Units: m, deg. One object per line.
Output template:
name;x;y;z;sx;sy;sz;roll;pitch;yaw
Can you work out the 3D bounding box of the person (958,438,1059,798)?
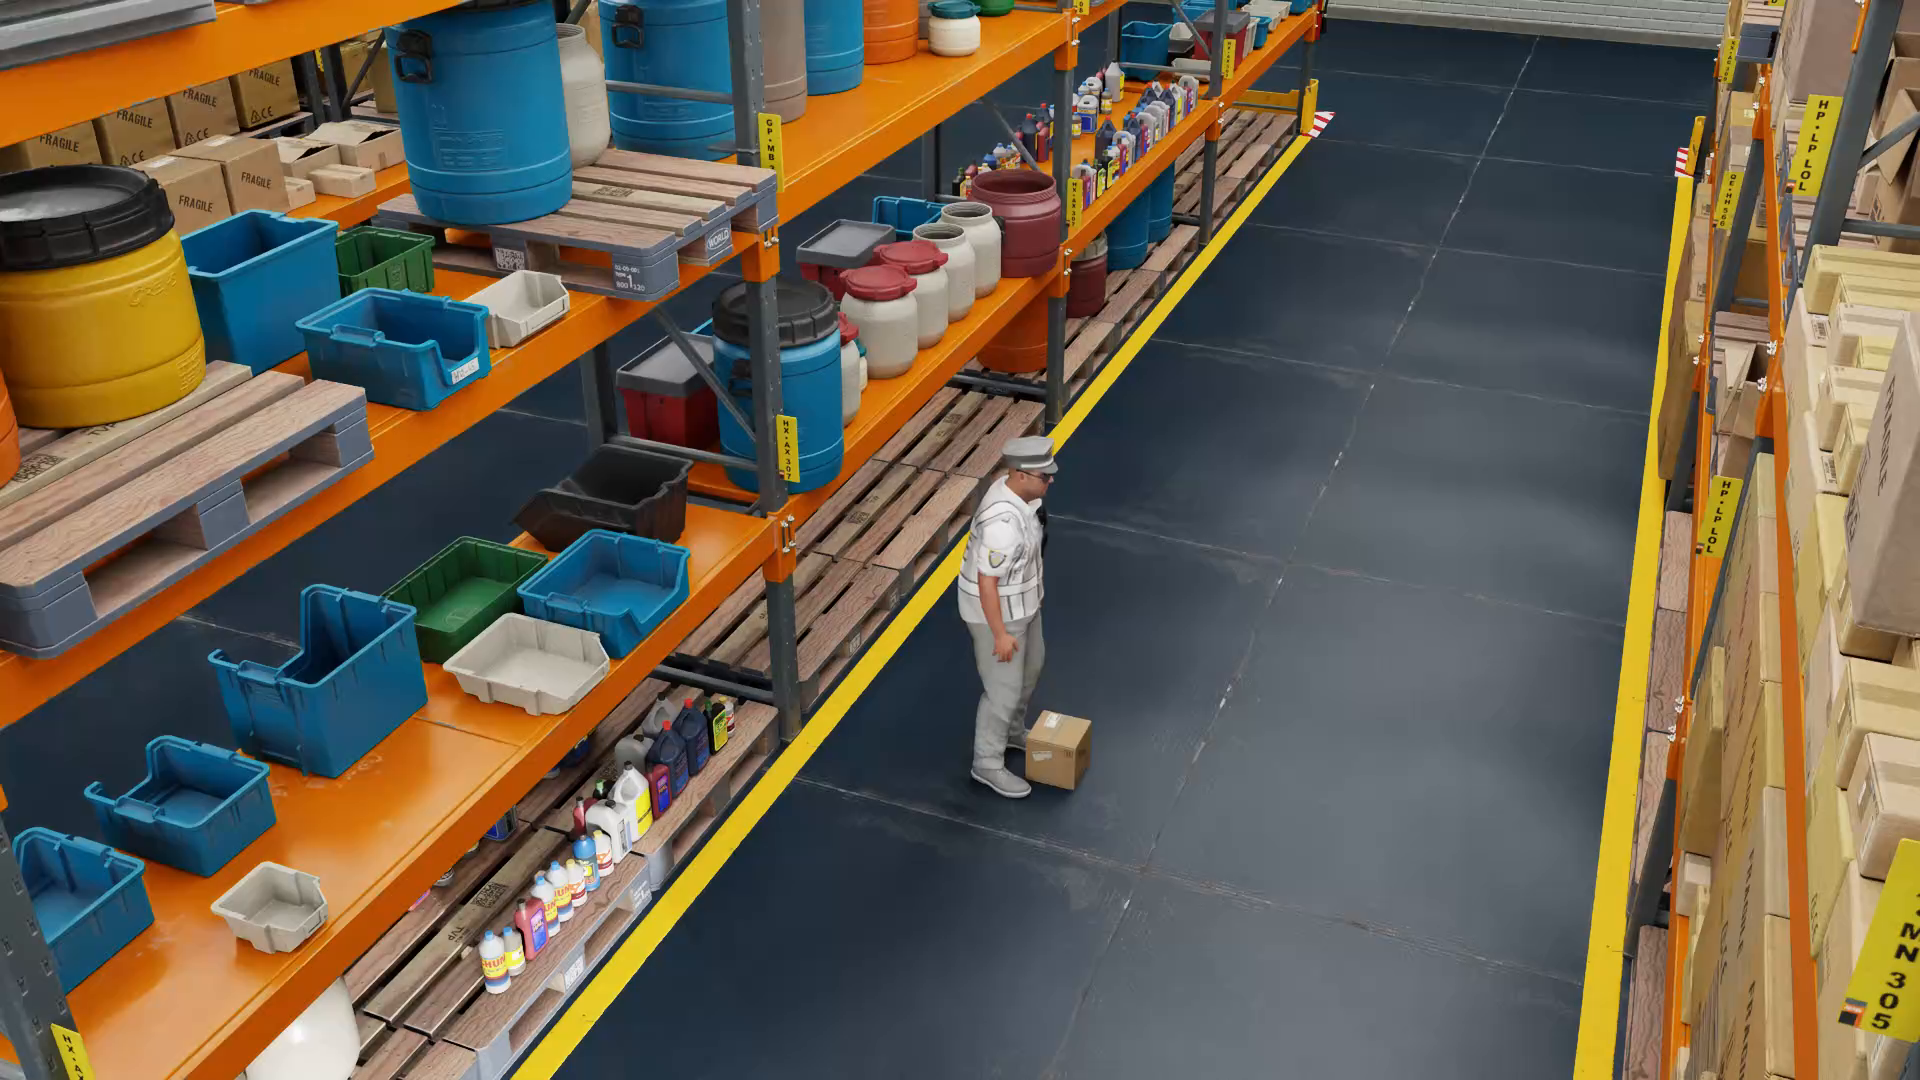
person;0.226;0.322;7.820;0.434;1.748;0.589;11;31;19
